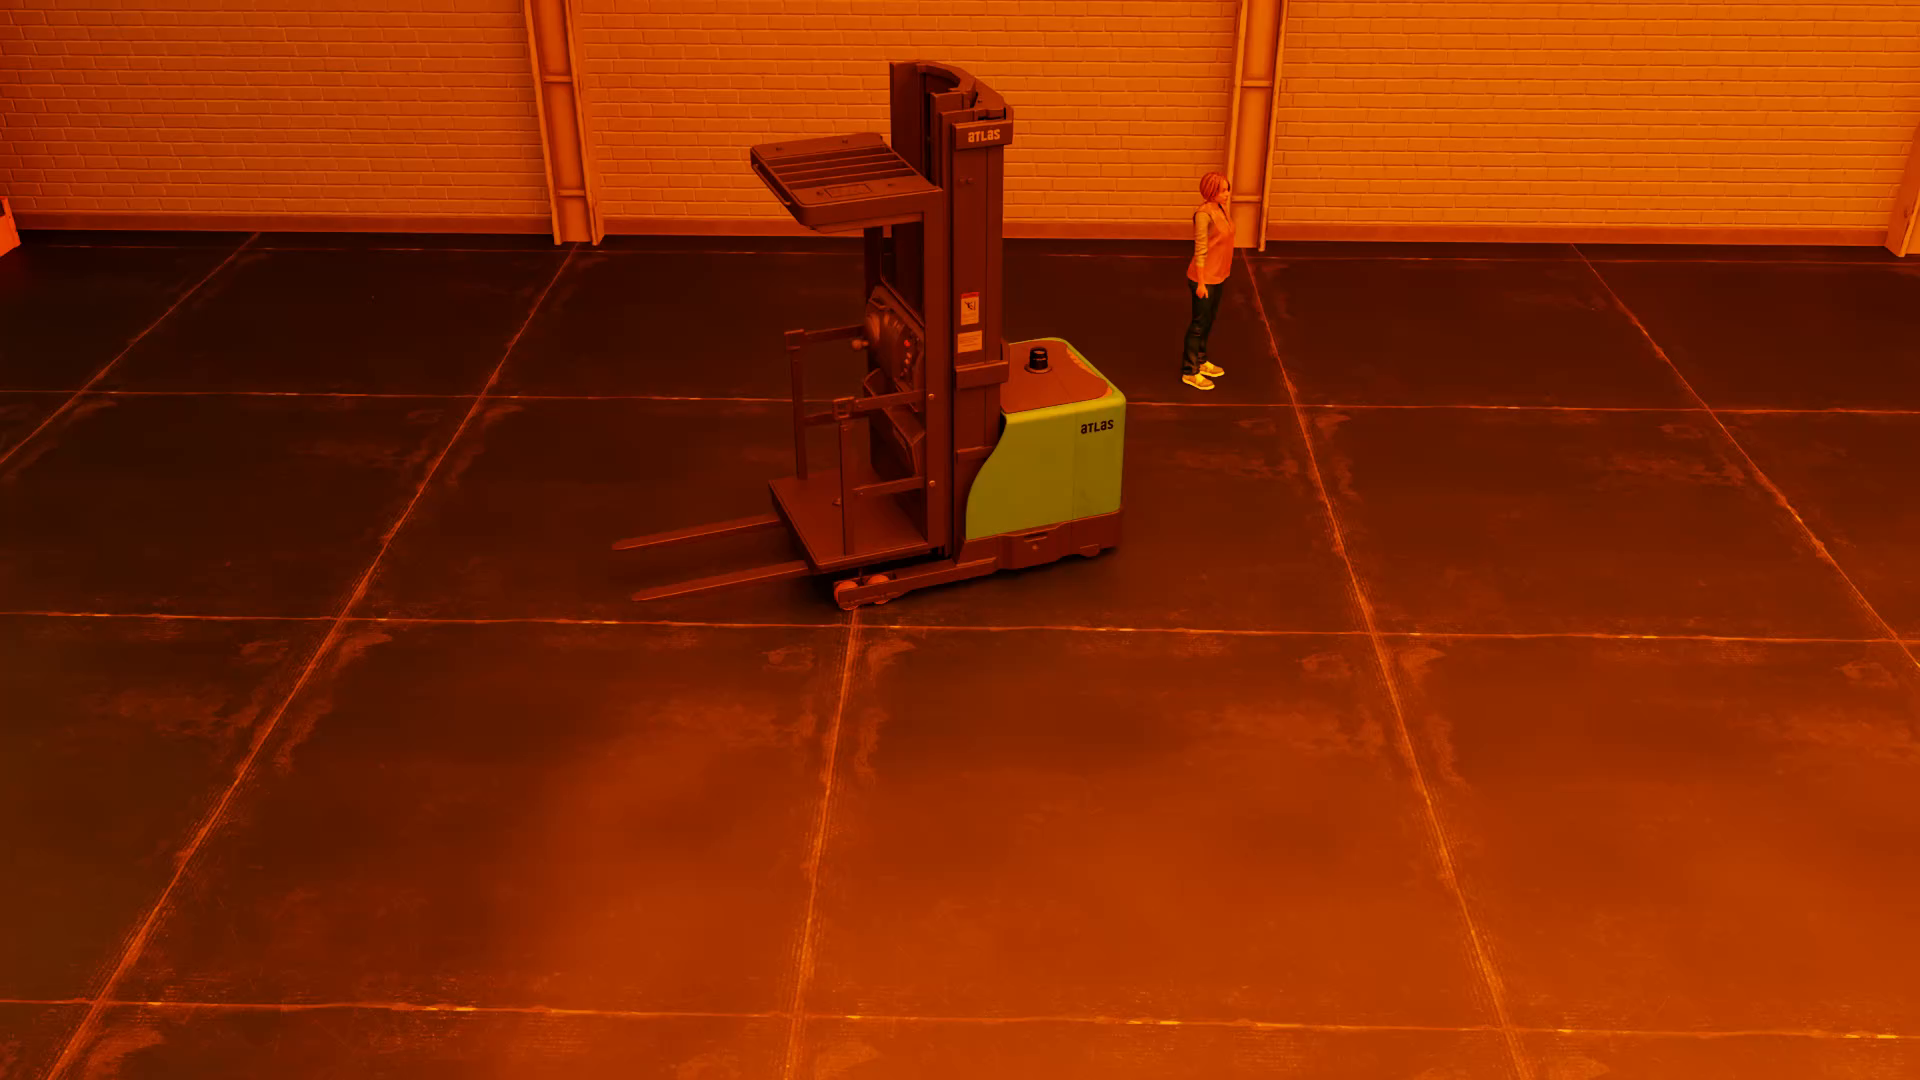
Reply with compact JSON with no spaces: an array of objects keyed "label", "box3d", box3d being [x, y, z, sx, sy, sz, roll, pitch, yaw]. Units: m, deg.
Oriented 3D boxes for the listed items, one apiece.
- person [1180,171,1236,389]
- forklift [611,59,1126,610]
[{"label":"person","box3d":[1.824,-1.913,12.170,0.314,1.604,0.410,15,34,23]},{"label":"forklift","box3d":[-0.569,-1.153,9.570,3.031,2.935,1.130,-11,32,-18]}]
